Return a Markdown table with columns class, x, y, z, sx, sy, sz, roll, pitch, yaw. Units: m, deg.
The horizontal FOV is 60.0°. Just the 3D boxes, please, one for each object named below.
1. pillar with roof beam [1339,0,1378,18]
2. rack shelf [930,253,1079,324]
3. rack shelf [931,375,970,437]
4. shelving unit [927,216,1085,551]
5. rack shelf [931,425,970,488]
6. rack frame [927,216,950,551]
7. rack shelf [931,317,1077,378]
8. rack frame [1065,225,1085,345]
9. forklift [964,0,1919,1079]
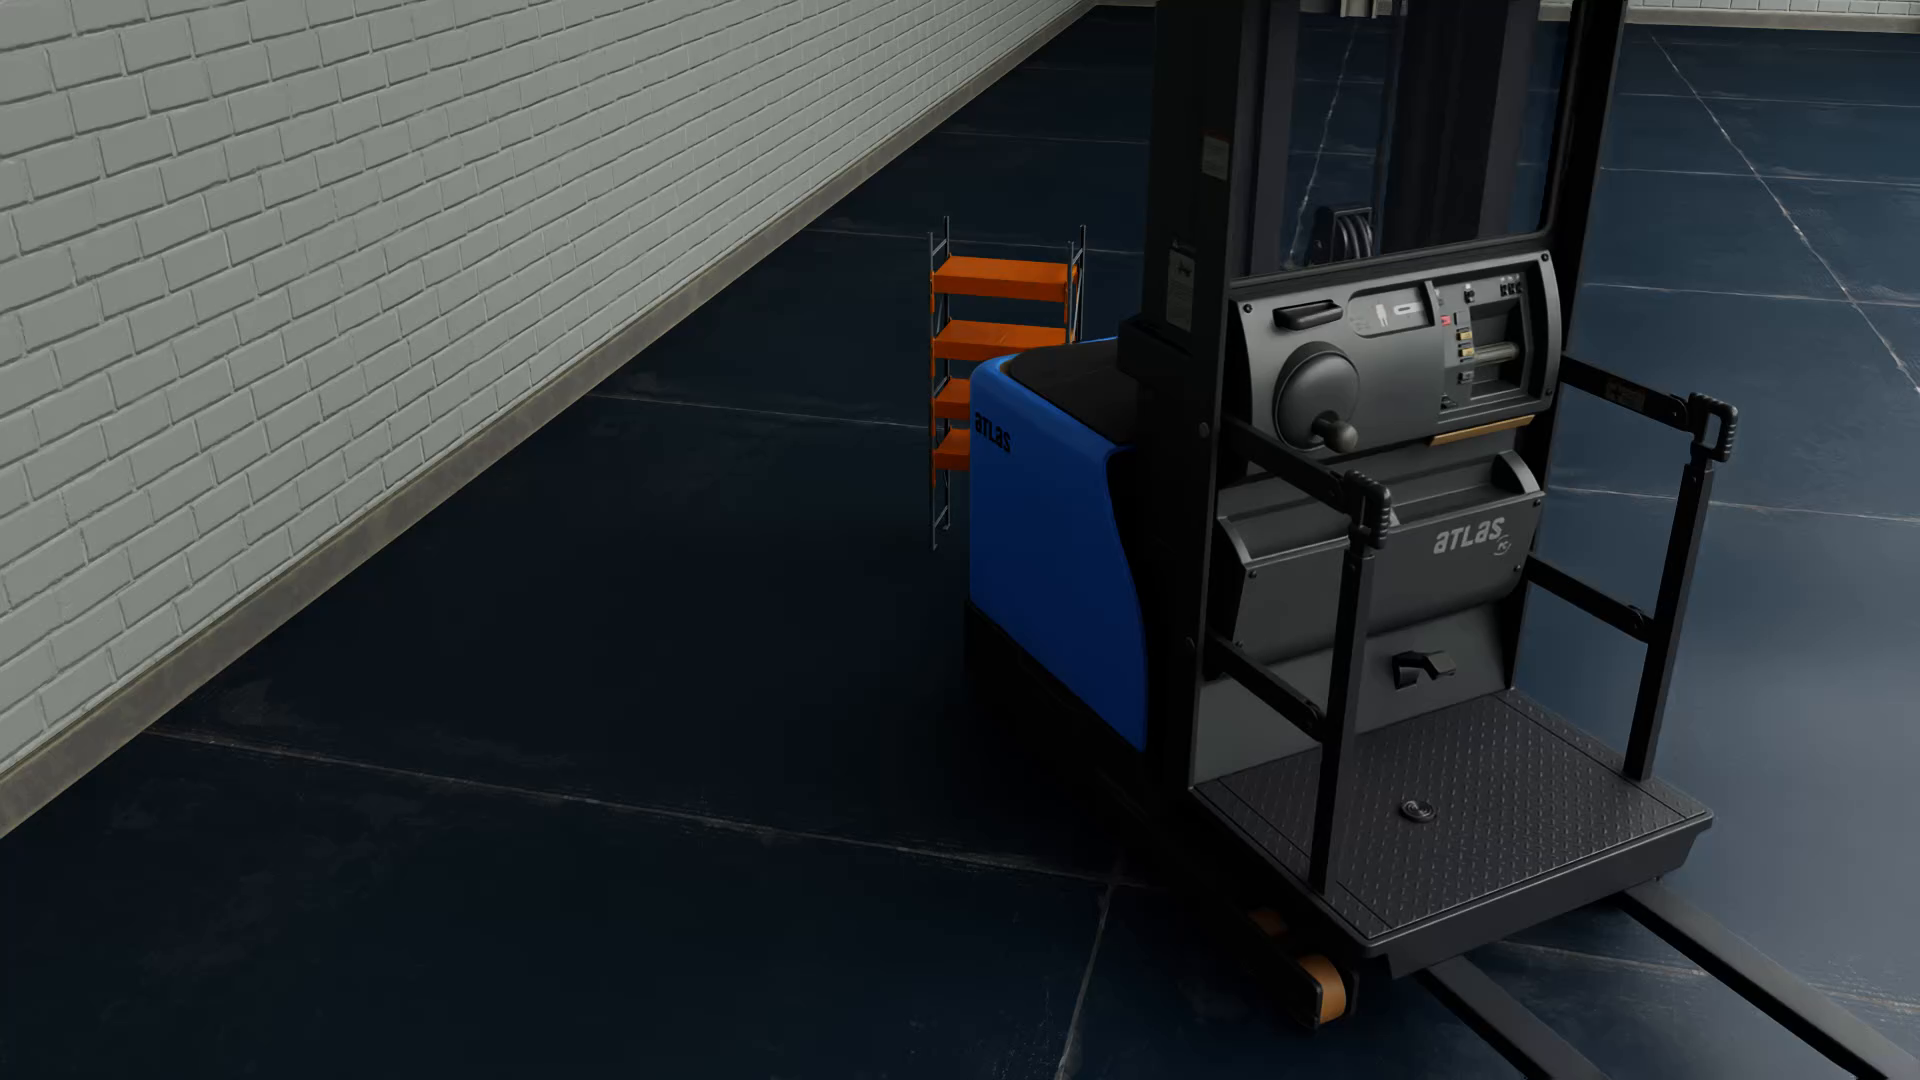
| class | x | y | z | sx | sy | sz | roll | pitch | yaw |
| --- | --- | --- | --- | --- | --- | --- | --- | --- | --- |
| pillar with roof beam | 3.361 | -8.111 | 12.819 | 0.400 | 9.000 | 9.100 | 6 | 26 | 13 |
| rack shelf | 0.160 | -0.879 | 5.786 | 0.480 | 0.148 | 0.258 | 6 | 26 | 13 |
| rack shelf | 0.160 | -0.463 | 5.984 | 0.480 | 0.148 | 0.258 | 6 | 26 | 13 |
| shelving unit | 0.160 | -0.524 | 5.955 | 0.503 | 1.200 | 0.258 | 6 | 26 | 13 |
| rack shelf | 0.160 | -0.284 | 6.069 | 0.480 | 0.148 | 0.258 | 6 | 26 | 13 |
| rack frame | -0.076 | -0.550 | 6.010 | 0.015 | 1.200 | 0.240 | 6 | 26 | 13 |
| rack shelf | 0.160 | -0.665 | 5.888 | 0.480 | 0.148 | 0.258 | 6 | 26 | 13 |
| rack frame | 0.397 | -0.498 | 5.900 | 0.015 | 1.200 | 0.240 | 6 | 26 | 13 |
| forklift | 1.136 | -0.412 | 3.705 | 1.130 | 2.935 | 3.031 | -12 | 28 | -24 |
